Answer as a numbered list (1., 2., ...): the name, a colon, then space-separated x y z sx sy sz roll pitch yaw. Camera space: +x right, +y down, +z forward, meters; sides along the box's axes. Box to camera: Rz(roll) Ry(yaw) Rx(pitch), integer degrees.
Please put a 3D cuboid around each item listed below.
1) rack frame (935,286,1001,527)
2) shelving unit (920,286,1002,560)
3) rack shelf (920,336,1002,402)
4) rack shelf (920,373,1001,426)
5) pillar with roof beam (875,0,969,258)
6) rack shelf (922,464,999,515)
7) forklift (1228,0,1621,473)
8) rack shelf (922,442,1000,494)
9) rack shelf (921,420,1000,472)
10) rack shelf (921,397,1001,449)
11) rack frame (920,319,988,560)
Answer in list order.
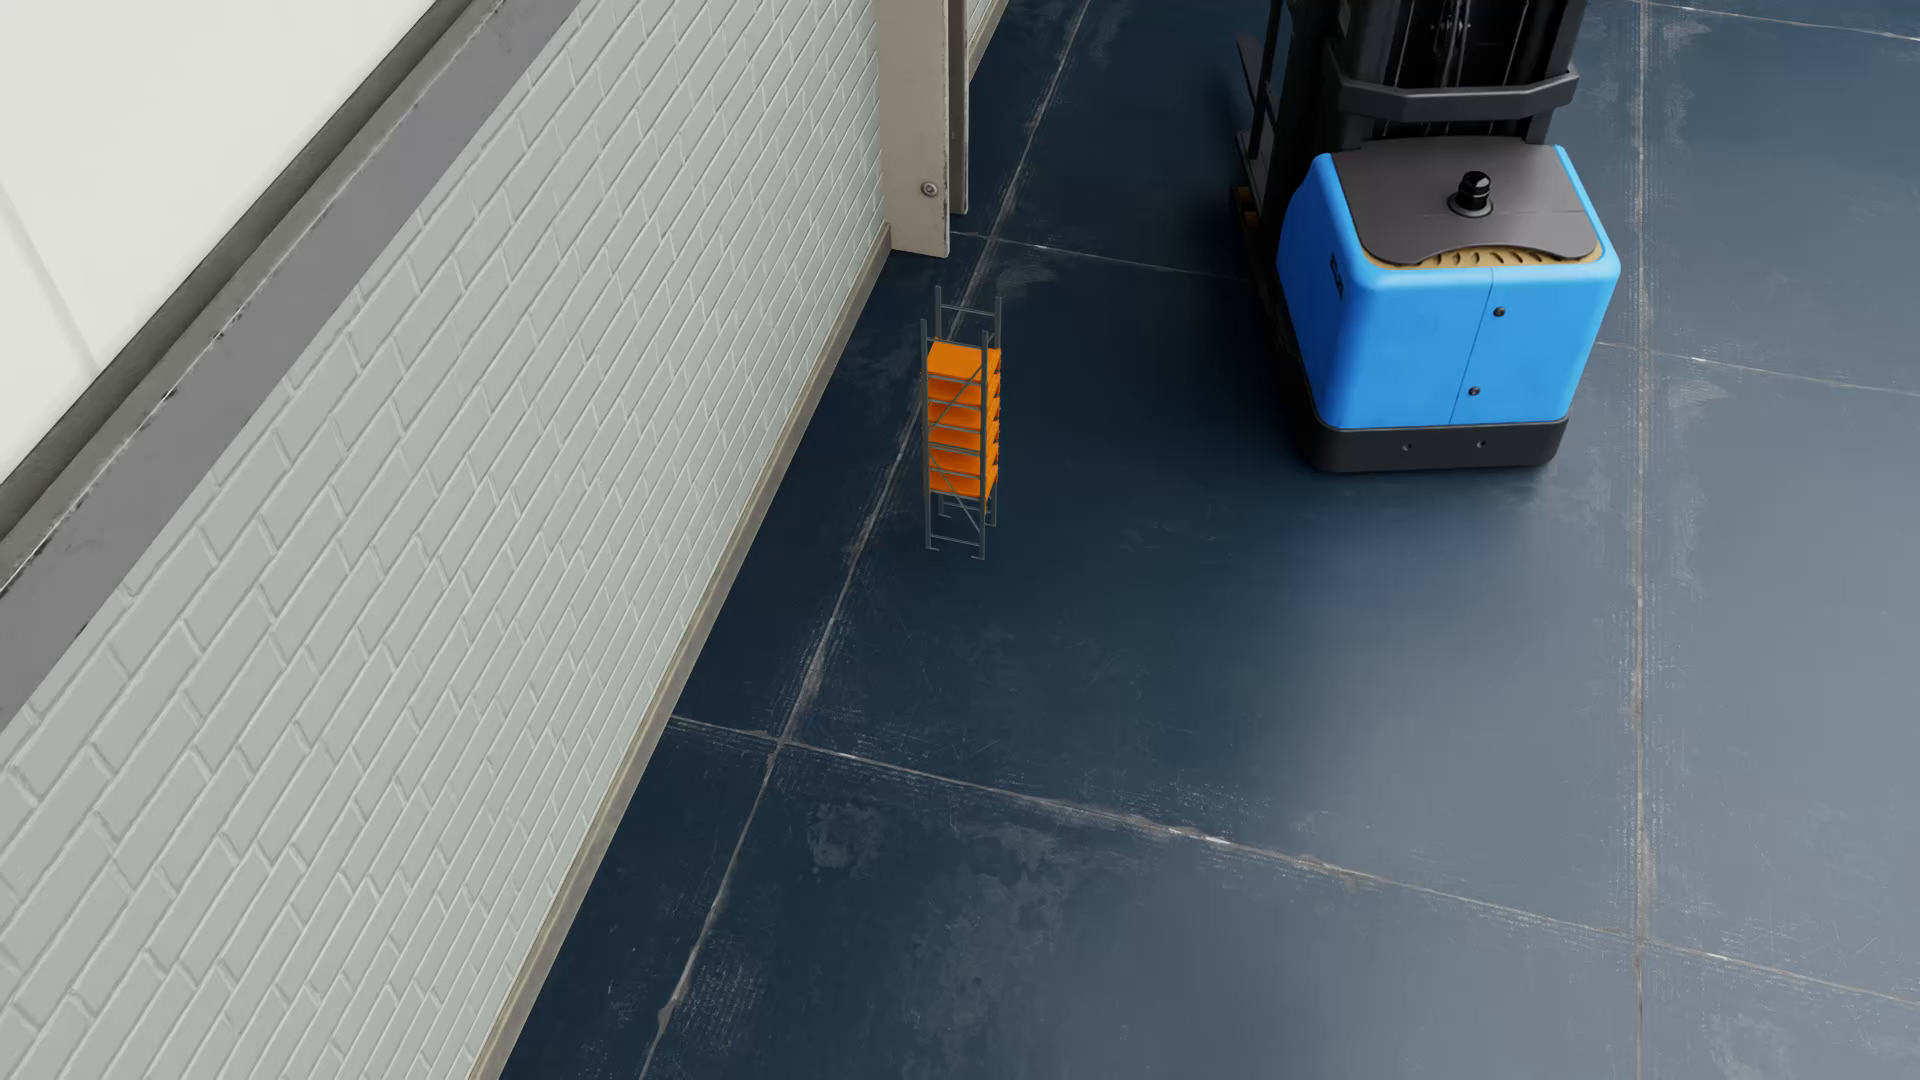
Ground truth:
1. rack frame: 0.028 -0.474 6.287 0.240 1.200 0.006 12 50 10
2. shelving unit: 0.004 -0.407 6.228 0.258 1.200 0.189 12 50 10
3. rack shelf: 0.004 -0.616 5.992 0.258 0.103 0.180 12 50 10
4. rack shelf: 0.004 -0.537 6.082 0.258 0.103 0.180 12 50 10
5. pillar with roof beam: 3.993 -3.632 3.872 9.100 9.000 0.400 12 50 10
6. rack shelf: 0.004 -0.219 6.442 0.258 0.103 0.180 12 50 10
7. forklift: 1.877 -2.348 6.786 1.130 2.935 3.031 -2 49 -2
8. rack shelf: 0.004 -0.299 6.352 0.258 0.103 0.180 12 50 10
9. rack shelf: 0.004 -0.378 6.262 0.258 0.103 0.180 12 50 10
10. rack shelf: 0.004 -0.458 6.172 0.258 0.103 0.180 12 50 10
11. rack frame: -0.020 -0.341 6.170 0.240 1.200 0.006 12 50 10
